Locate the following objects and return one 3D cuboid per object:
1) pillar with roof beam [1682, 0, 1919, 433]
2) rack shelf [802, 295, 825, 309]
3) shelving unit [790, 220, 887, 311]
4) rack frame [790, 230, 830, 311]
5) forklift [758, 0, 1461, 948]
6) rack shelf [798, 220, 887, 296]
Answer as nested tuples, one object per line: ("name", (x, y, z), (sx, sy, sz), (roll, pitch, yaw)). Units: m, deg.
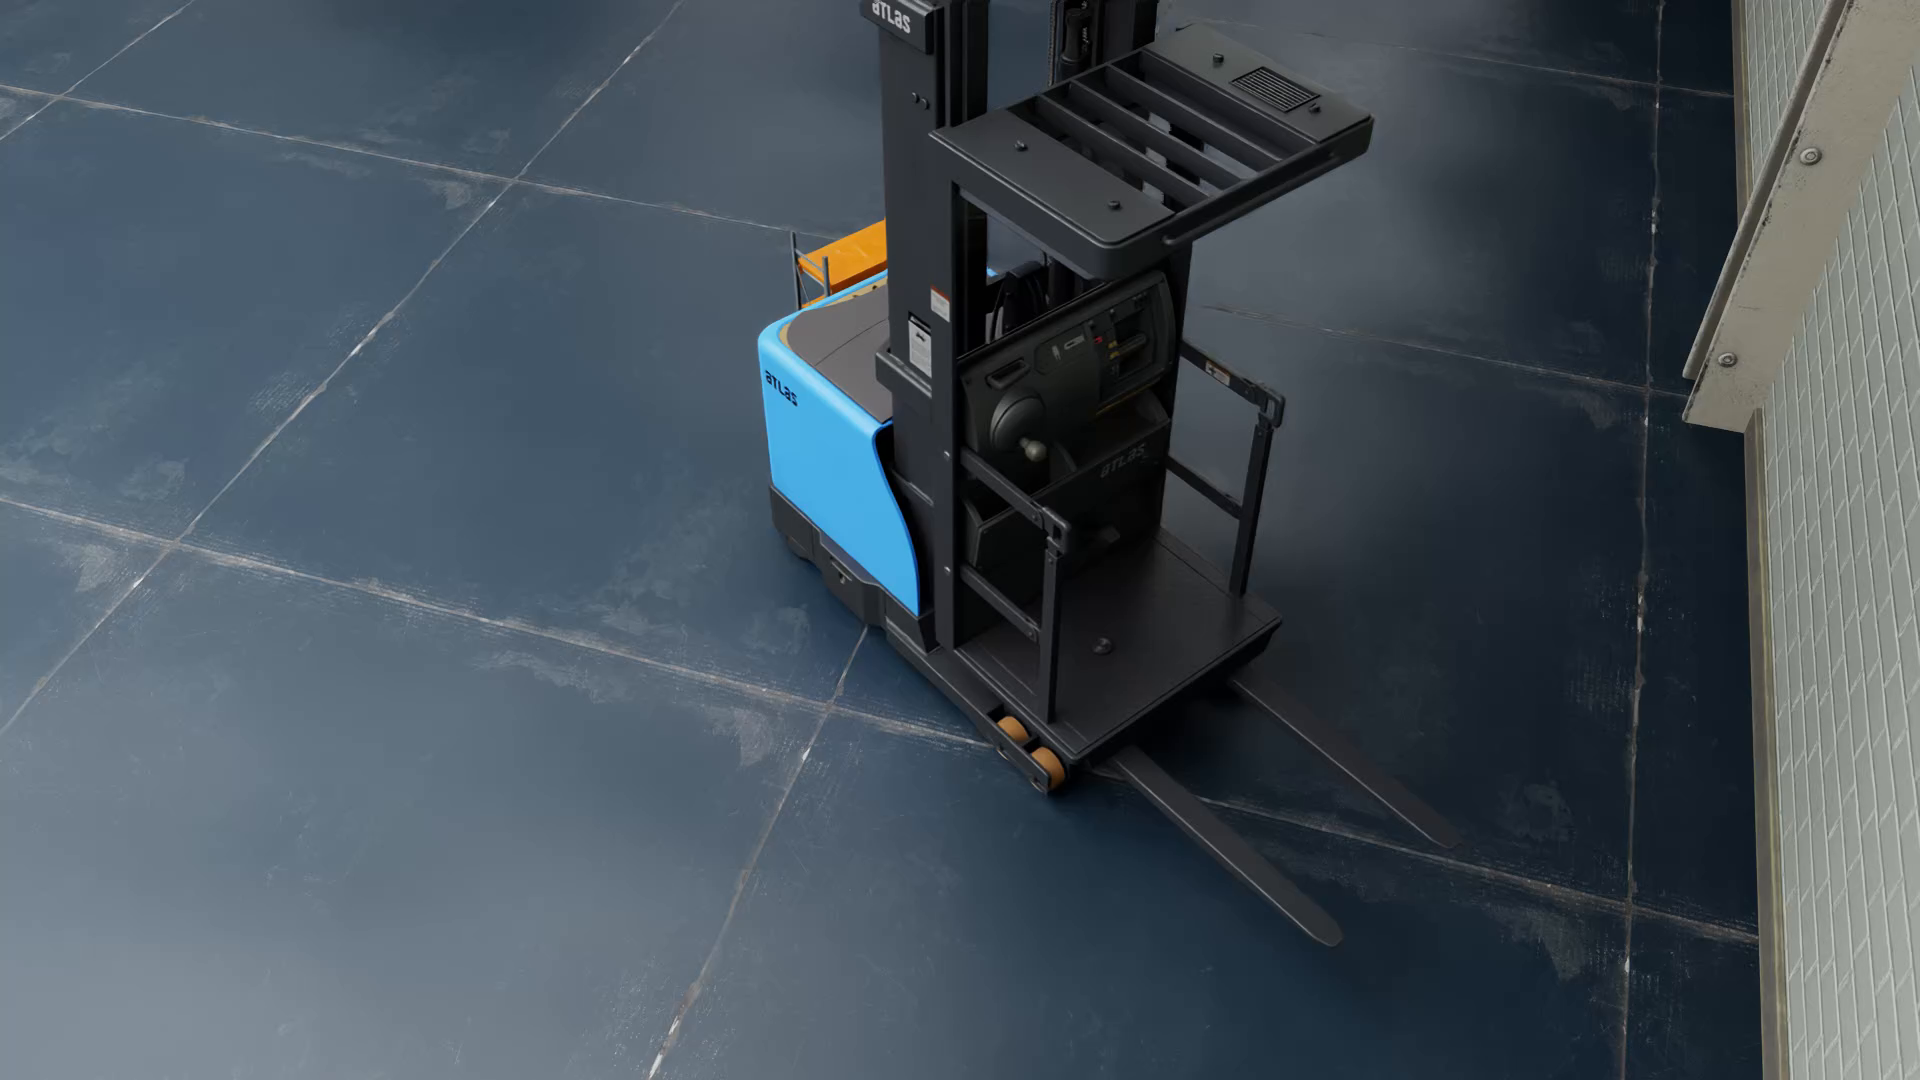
("pillar with roof beam", (-0.545, -4.778, 5.598), (9.100, 9.000, 0.400), (13, 46, 13))
("rack shelf", (-0.416, -0.973, 7.062), (0.480, 0.148, 0.258), (-30, 52, -27))
("shelving unit", (-0.416, -0.862, 7.172), (0.503, 1.200, 0.258), (-30, 52, -27))
("rack frame", (-0.604, -0.753, 7.061), (0.015, 1.200, 0.240), (-30, 52, -27))
("forklift", (0.520, -0.513, 5.577), (1.130, 2.935, 3.031), (-30, 52, -27))
("rack shelf", (-0.416, -1.143, 6.897), (0.480, 0.148, 0.258), (-30, 52, -27))
